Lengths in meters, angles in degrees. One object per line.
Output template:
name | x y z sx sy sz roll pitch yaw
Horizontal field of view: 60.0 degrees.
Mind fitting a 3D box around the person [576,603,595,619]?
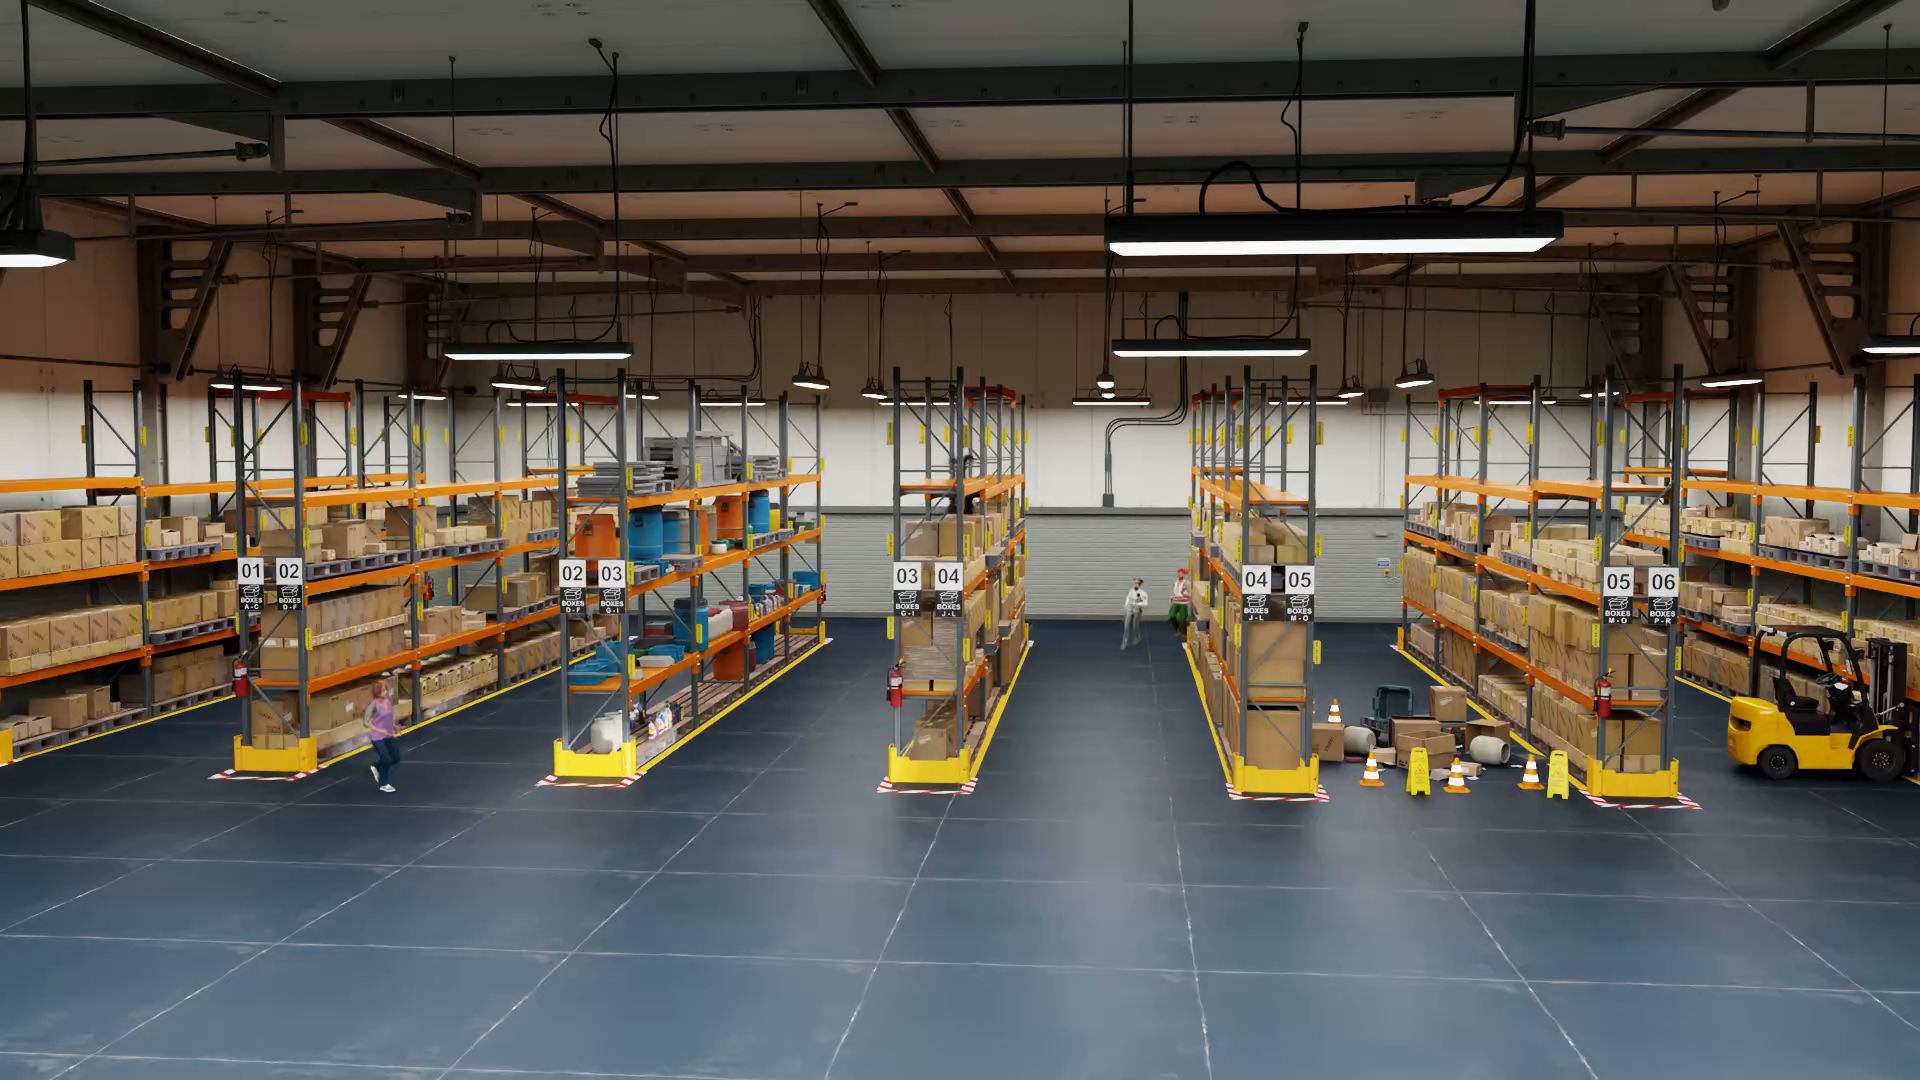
person | -9.462 1.537 42.080 0.858 1.674 0.570 1 4 9

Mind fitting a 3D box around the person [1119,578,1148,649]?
person | 4.187 1.737 39.374 0.636 1.719 0.848 2 4 33

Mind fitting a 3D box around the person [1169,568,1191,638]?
person | 5.395 1.562 40.893 0.639 1.742 0.655 3 4 38

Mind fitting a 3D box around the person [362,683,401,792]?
person | -8.172 2.776 23.372 0.506 1.551 0.563 1 4 22
